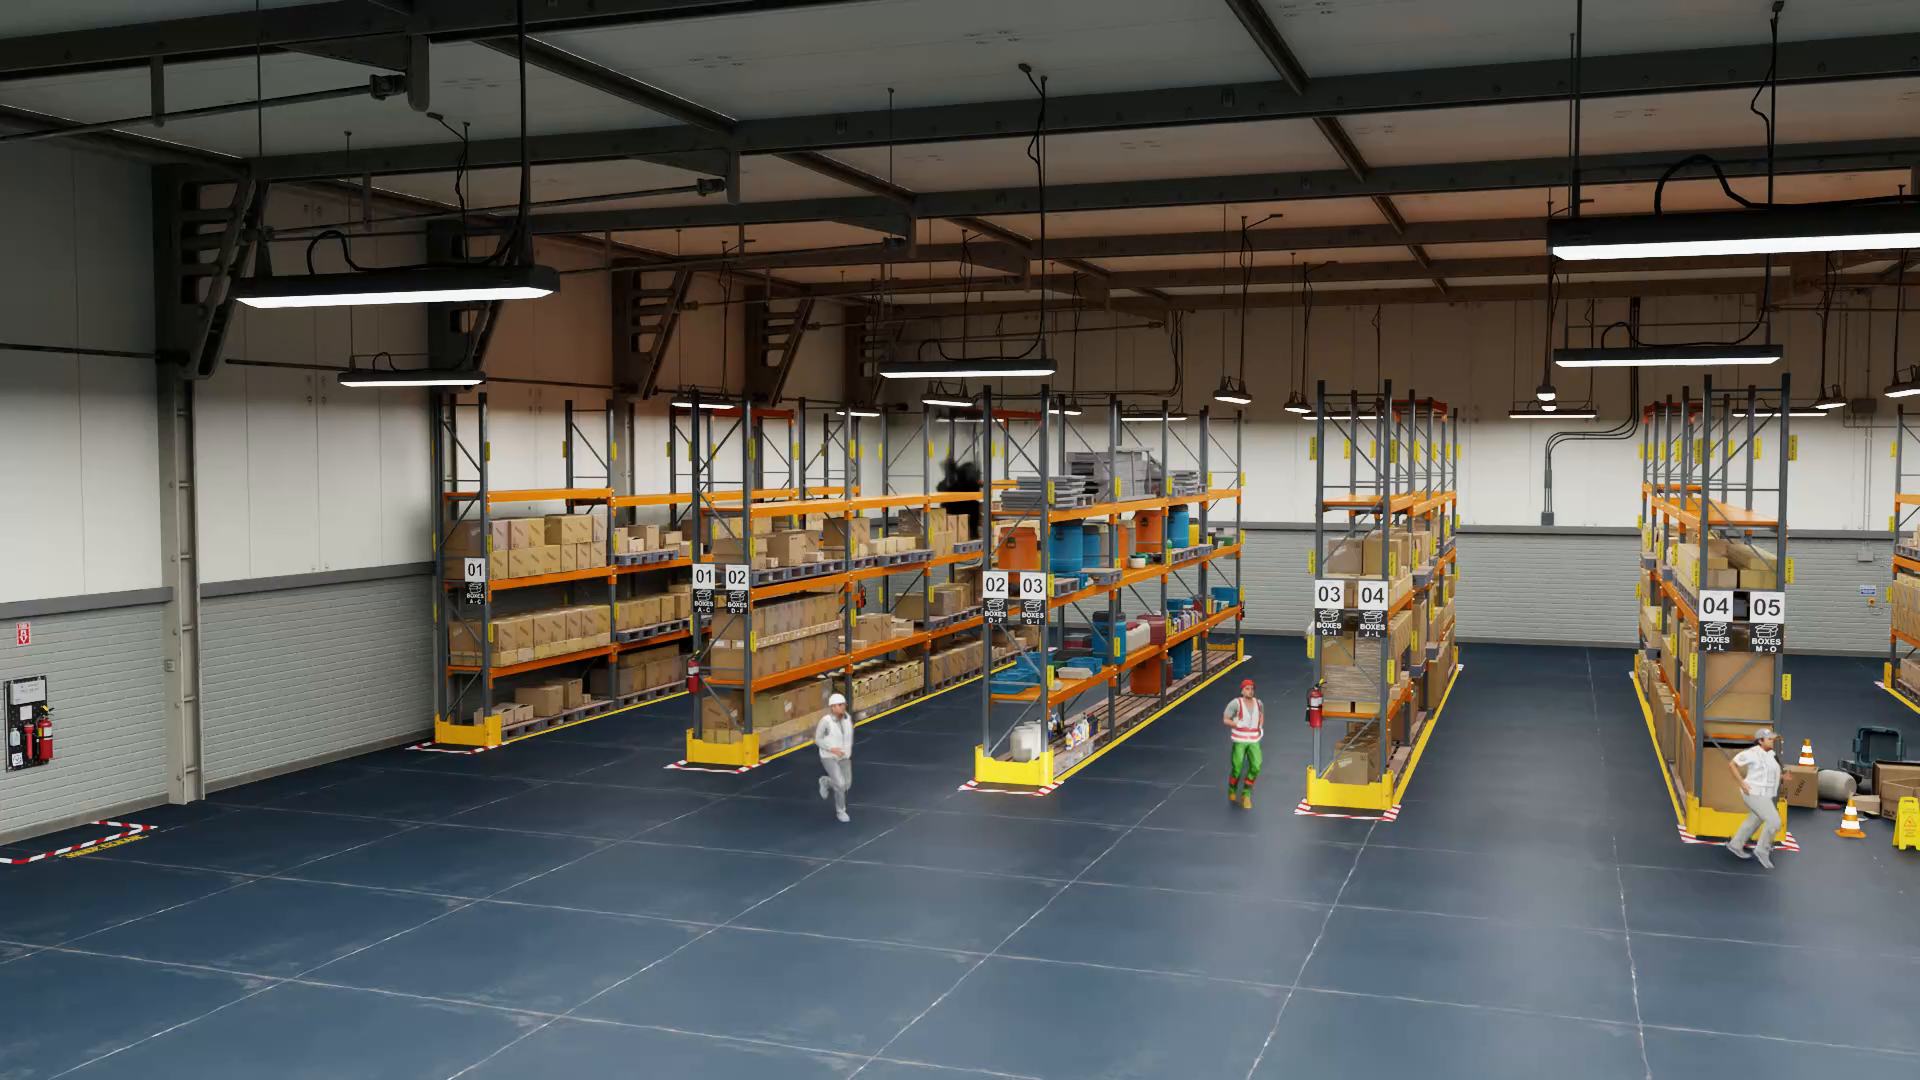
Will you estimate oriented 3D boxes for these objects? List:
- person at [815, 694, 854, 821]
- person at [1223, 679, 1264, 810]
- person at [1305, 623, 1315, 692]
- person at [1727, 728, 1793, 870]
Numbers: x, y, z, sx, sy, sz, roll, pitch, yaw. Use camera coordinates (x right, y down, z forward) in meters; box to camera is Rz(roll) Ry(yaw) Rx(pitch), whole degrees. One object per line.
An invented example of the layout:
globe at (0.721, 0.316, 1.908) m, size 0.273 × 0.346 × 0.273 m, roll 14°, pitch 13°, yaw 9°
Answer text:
person at (-1.722, 2.951, 22.723) m, size 0.688 × 1.732 × 0.703 m, roll -3°, pitch 4°, yaw -42°
person at (4.010, 2.876, 23.406) m, size 0.652 × 1.846 × 0.693 m, roll -1°, pitch 3°, yaw -10°
person at (7.539, 2.321, 34.877) m, size 0.599 × 1.688 × 0.866 m, roll 1°, pitch 3°, yaw 17°
person at (9.629, 3.108, 20.080) m, size 0.614 × 1.686 × 0.800 m, roll -2°, pitch 4°, yaw -37°
